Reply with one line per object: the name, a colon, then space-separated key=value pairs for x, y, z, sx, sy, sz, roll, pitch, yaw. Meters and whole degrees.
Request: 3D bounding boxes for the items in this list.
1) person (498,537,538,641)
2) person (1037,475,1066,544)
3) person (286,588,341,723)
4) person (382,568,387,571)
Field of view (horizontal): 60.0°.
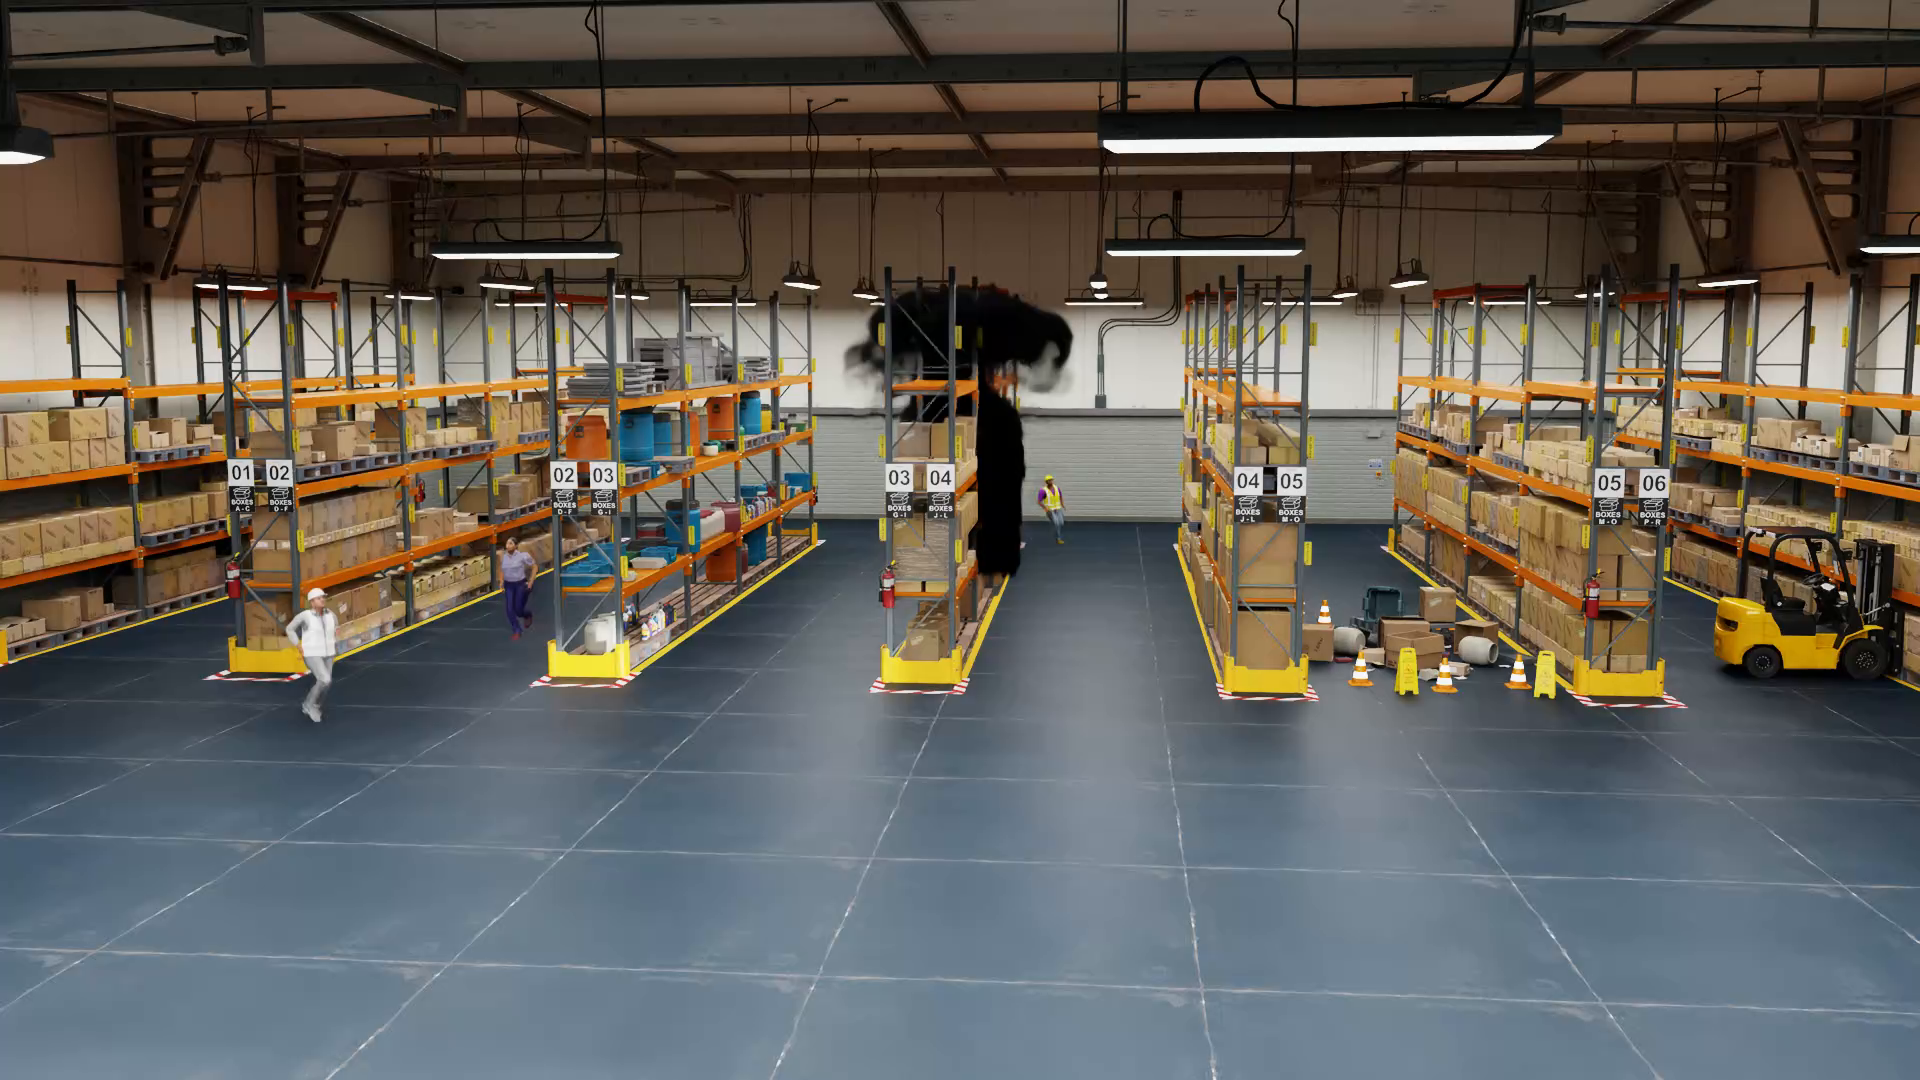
person: x=-6.936 y=0.764 z=26.081 sx=0.623 sy=1.633 sz=0.620 roll=2 pitch=7 yaw=13
person: x=2.240 y=-0.736 z=40.375 sx=0.745 sy=1.690 sz=0.540 roll=-3 pitch=8 yaw=-25
person: x=-8.385 y=1.499 z=21.743 sx=0.721 sy=1.753 sz=0.646 roll=4 pitch=8 yaw=32
person: x=-12.412 y=-0.087 z=35.657 sx=0.560 sy=1.558 sz=0.605 roll=1 pitch=7 yaw=6
